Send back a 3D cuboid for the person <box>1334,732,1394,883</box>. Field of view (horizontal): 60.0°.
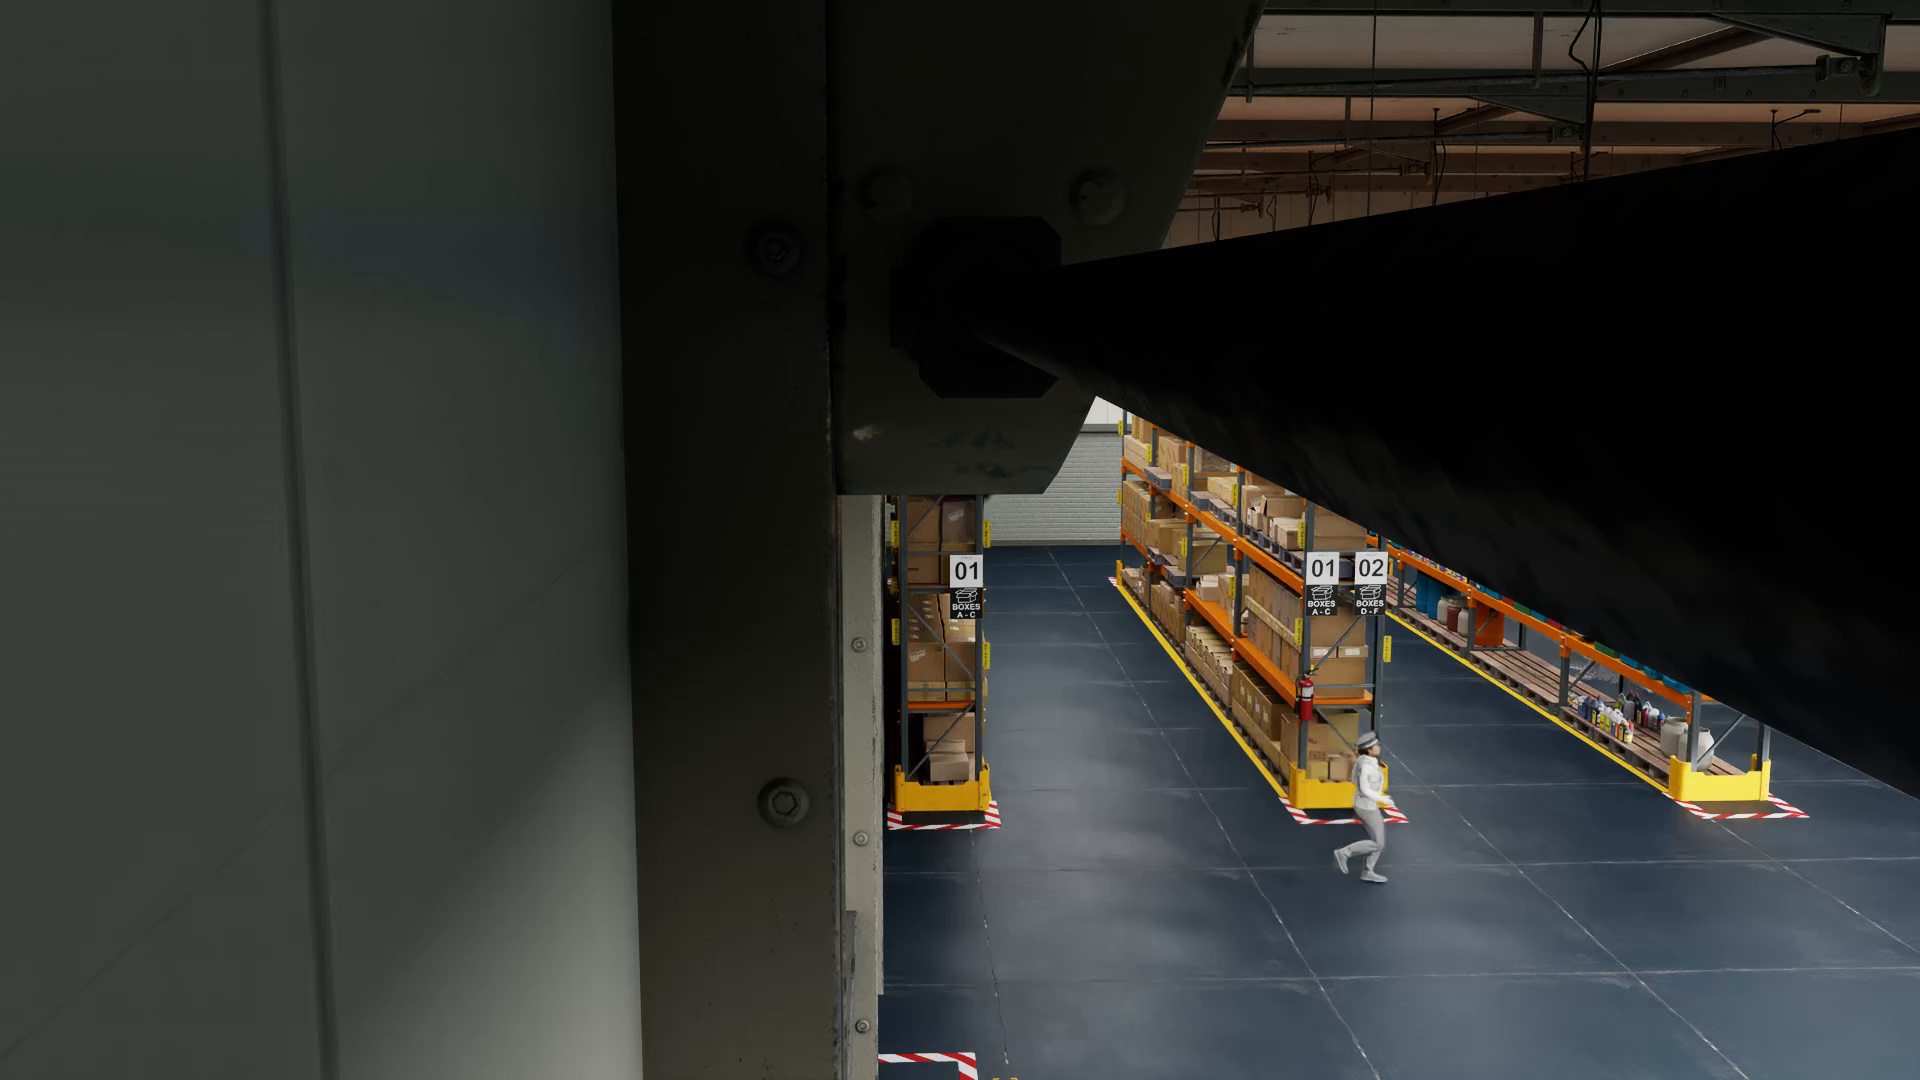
[{"bbox_3d":[4.363,2.878,17.977,0.611,1.654,0.609,1,8,7],"label":"person"}]
